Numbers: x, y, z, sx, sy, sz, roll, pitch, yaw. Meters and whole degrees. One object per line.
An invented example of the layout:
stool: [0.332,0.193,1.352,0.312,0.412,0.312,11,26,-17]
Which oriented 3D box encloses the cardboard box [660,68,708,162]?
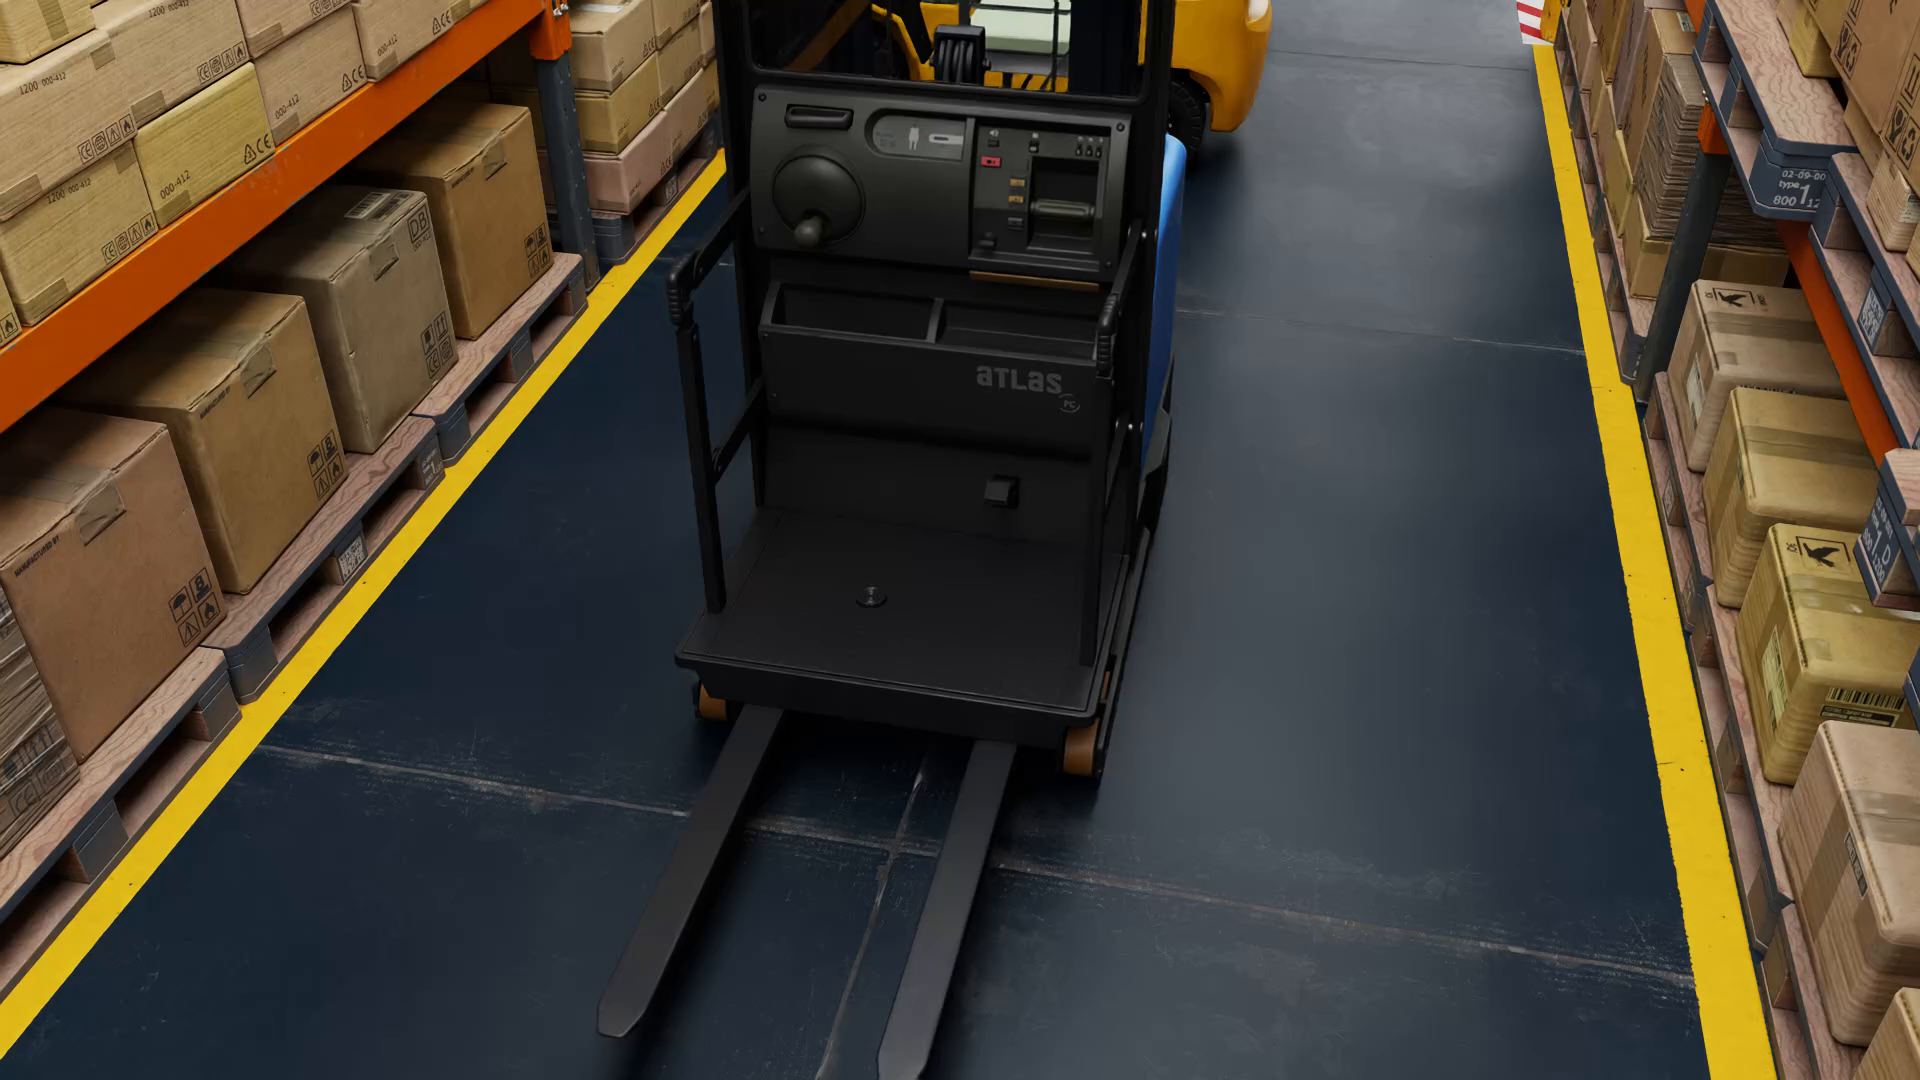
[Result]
cardboard box: [-1.425,-1.872,7.262,0.500,0.250,0.500,7,36,9]

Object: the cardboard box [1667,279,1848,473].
cardboard box: [2.795,-0.471,5.226,0.950,0.372,0.625,8,37,11]

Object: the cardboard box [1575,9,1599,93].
cardboard box: [3.200,-2.297,7.848,0.500,0.250,0.500,9,37,12]

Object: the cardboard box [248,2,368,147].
cardboard box: [-2.036,-1.334,4.663,0.500,0.250,0.500,8,37,10]

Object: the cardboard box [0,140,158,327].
cardboard box: [-2.251,-0.740,3.843,0.500,0.250,0.500,6,36,8]

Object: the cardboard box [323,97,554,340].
cardboard box: [-2.046,-1.194,6.008,0.875,0.625,0.625,9,37,12]

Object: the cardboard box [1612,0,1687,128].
cardboard box: [2.983,-1.984,6.778,0.500,0.500,0.500,9,37,12]

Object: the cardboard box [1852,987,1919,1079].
cardboard box: [2.181,1.198,2.922,0.950,0.372,0.625,5,36,7]

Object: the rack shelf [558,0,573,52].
rack shelf: [-1.518,-3.142,7.642,1.077,0.370,4.000,7,37,10]

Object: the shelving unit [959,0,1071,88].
shelving unit: [0.273,-1.327,5.803,0.431,1.500,0.755,7,37,10]

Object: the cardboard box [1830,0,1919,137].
cardboard box: [2.299,-1.196,3.647,0.500,0.500,0.500,7,37,10]

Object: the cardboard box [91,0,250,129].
cardboard box: [-2.144,-1.239,4.106,0.500,0.250,0.500,8,37,11]

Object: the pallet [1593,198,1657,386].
pallet: [3.013,-0.927,6.349,1.003,0.211,1.213,7,37,10]

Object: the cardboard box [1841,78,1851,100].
cardboard box: [2.430,-1.143,4.128,0.380,0.149,0.250,10,37,13]

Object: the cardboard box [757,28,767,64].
cardboard box: [-1.203,-2.457,8.069,0.500,0.250,0.500,8,37,11]

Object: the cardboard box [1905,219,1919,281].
cardboard box: [2.144,-0.557,3.319,0.380,0.149,0.250,6,36,8]

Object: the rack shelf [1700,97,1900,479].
rack shelf: [2.477,-0.228,3.622,1.077,0.370,4.000,7,37,10]

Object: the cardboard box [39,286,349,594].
cardboard box: [-2.378,-0.319,4.800,0.875,0.625,0.625,6,36,8]

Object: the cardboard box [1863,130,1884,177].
cardboard box: [2.280,-0.860,3.736,0.380,0.149,0.250,8,37,10]

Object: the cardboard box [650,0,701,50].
cardboard box: [-1.417,-2.278,6.970,0.500,0.250,0.500,7,37,10]

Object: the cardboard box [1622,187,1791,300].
cardboard box: [2.768,-1.096,6.191,0.500,0.250,0.500,9,37,12]

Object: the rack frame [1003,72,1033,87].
rack frame: [0.352,-1.537,6.093,0.400,1.500,0.023,7,37,10]

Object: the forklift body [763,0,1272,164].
forklift body: [0.286,-2.920,7.446,2.313,2.155,1.214,7,37,10]

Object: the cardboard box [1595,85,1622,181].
cardboard box: [2.985,-1.693,7.015,0.500,0.250,0.500,8,37,11]

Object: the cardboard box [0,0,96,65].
cardboard box: [-2.179,-1.183,3.689,0.380,0.149,0.250,8,37,11]

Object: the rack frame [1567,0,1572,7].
rack frame: [3.759,-3.960,8.157,1.000,3.000,0.127,7,37,10]

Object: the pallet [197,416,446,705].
pallet: [-2.323,-0.028,5.109,1.003,0.211,1.213,7,37,10]

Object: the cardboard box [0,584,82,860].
cardboard box: [-2.653,0.442,3.749,0.875,0.625,0.625,8,37,11]

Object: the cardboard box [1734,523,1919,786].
cardboard box: [2.498,0.340,4.106,0.950,0.372,0.625,8,37,12]

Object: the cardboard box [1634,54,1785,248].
cardboard box: [2.769,-1.399,5.971,0.500,0.500,0.500,7,36,9]

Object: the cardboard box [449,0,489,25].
cardboard box: [-1.798,-1.904,5.449,0.500,0.250,0.500,8,37,11]

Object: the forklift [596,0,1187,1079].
forklift: [-0.102,-0.806,3.865,1.130,2.935,3.031,7,37,10]

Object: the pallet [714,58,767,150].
pallet: [-1.476,-2.310,8.257,1.003,0.211,1.213,7,37,10]

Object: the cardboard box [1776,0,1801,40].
cardboard box: [2.478,-1.457,4.561,0.380,0.149,0.250,8,37,11]

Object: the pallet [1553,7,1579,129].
pallet: [3.535,-2.326,8.279,1.003,0.211,1.213,7,37,10]

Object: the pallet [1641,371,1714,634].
pallet: [2.740,-0.091,5.195,1.003,0.211,1.213,7,37,10]

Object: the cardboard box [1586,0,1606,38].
cardboard box: [3.204,-2.578,7.597,0.500,0.500,0.500,6,36,8]

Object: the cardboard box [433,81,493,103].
cardboard box: [-2.042,-1.850,6.806,0.500,0.250,0.500,7,36,9]

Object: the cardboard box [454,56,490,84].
cardboard box: [-2.029,-2.054,6.662,0.500,0.250,0.500,8,37,11]

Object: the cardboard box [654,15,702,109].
cardboard box: [-1.435,-2.073,7.114,0.500,0.250,0.500,7,37,10]

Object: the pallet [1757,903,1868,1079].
pallet: [2.218,1.308,3.265,1.003,0.211,1.213,7,37,10]

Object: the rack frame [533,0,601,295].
rack frame: [-1.945,-2.286,5.849,1.000,3.000,0.127,7,37,10]

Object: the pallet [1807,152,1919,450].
pallet: [2.433,-0.435,3.458,1.003,0.211,1.213,7,37,10]
